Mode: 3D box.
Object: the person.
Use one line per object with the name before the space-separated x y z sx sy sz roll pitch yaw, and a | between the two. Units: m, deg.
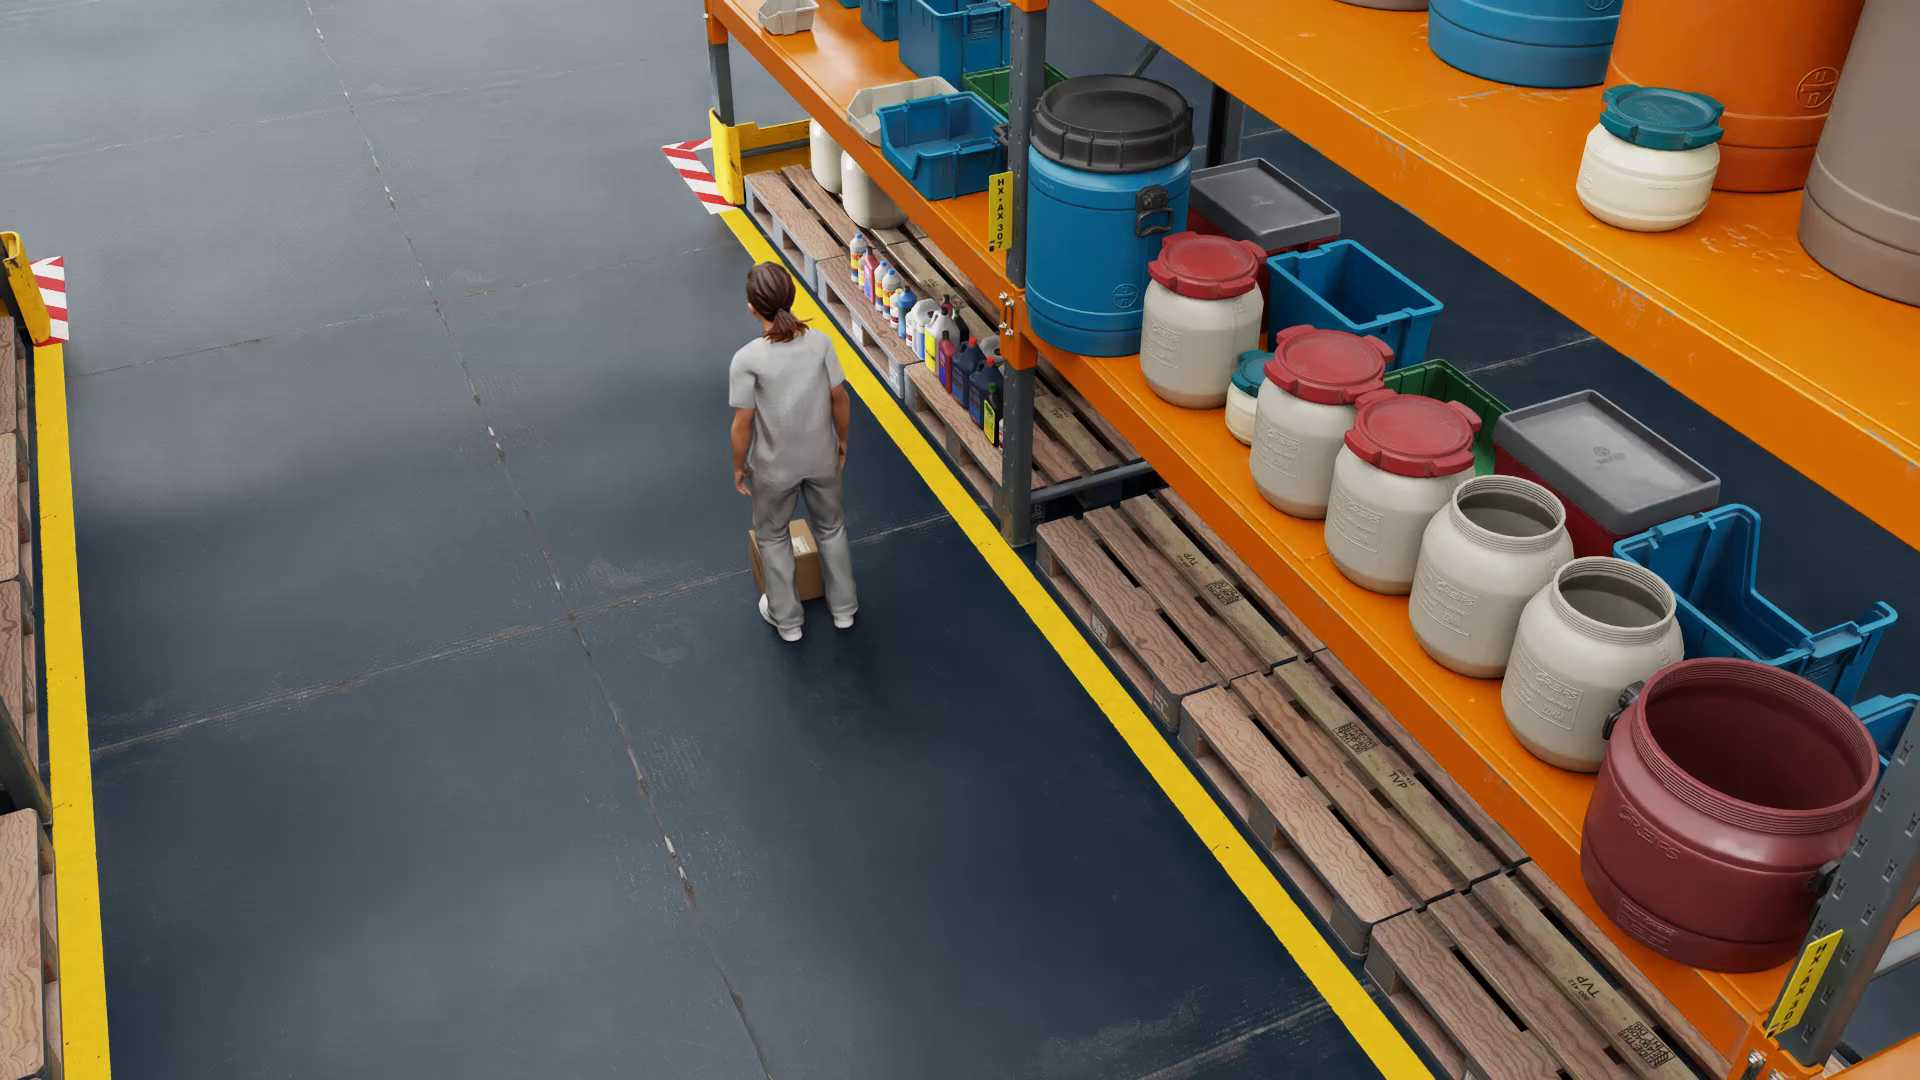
person | -0.658 -0.321 6.577 0.508 1.666 0.366 -15 40 -19
